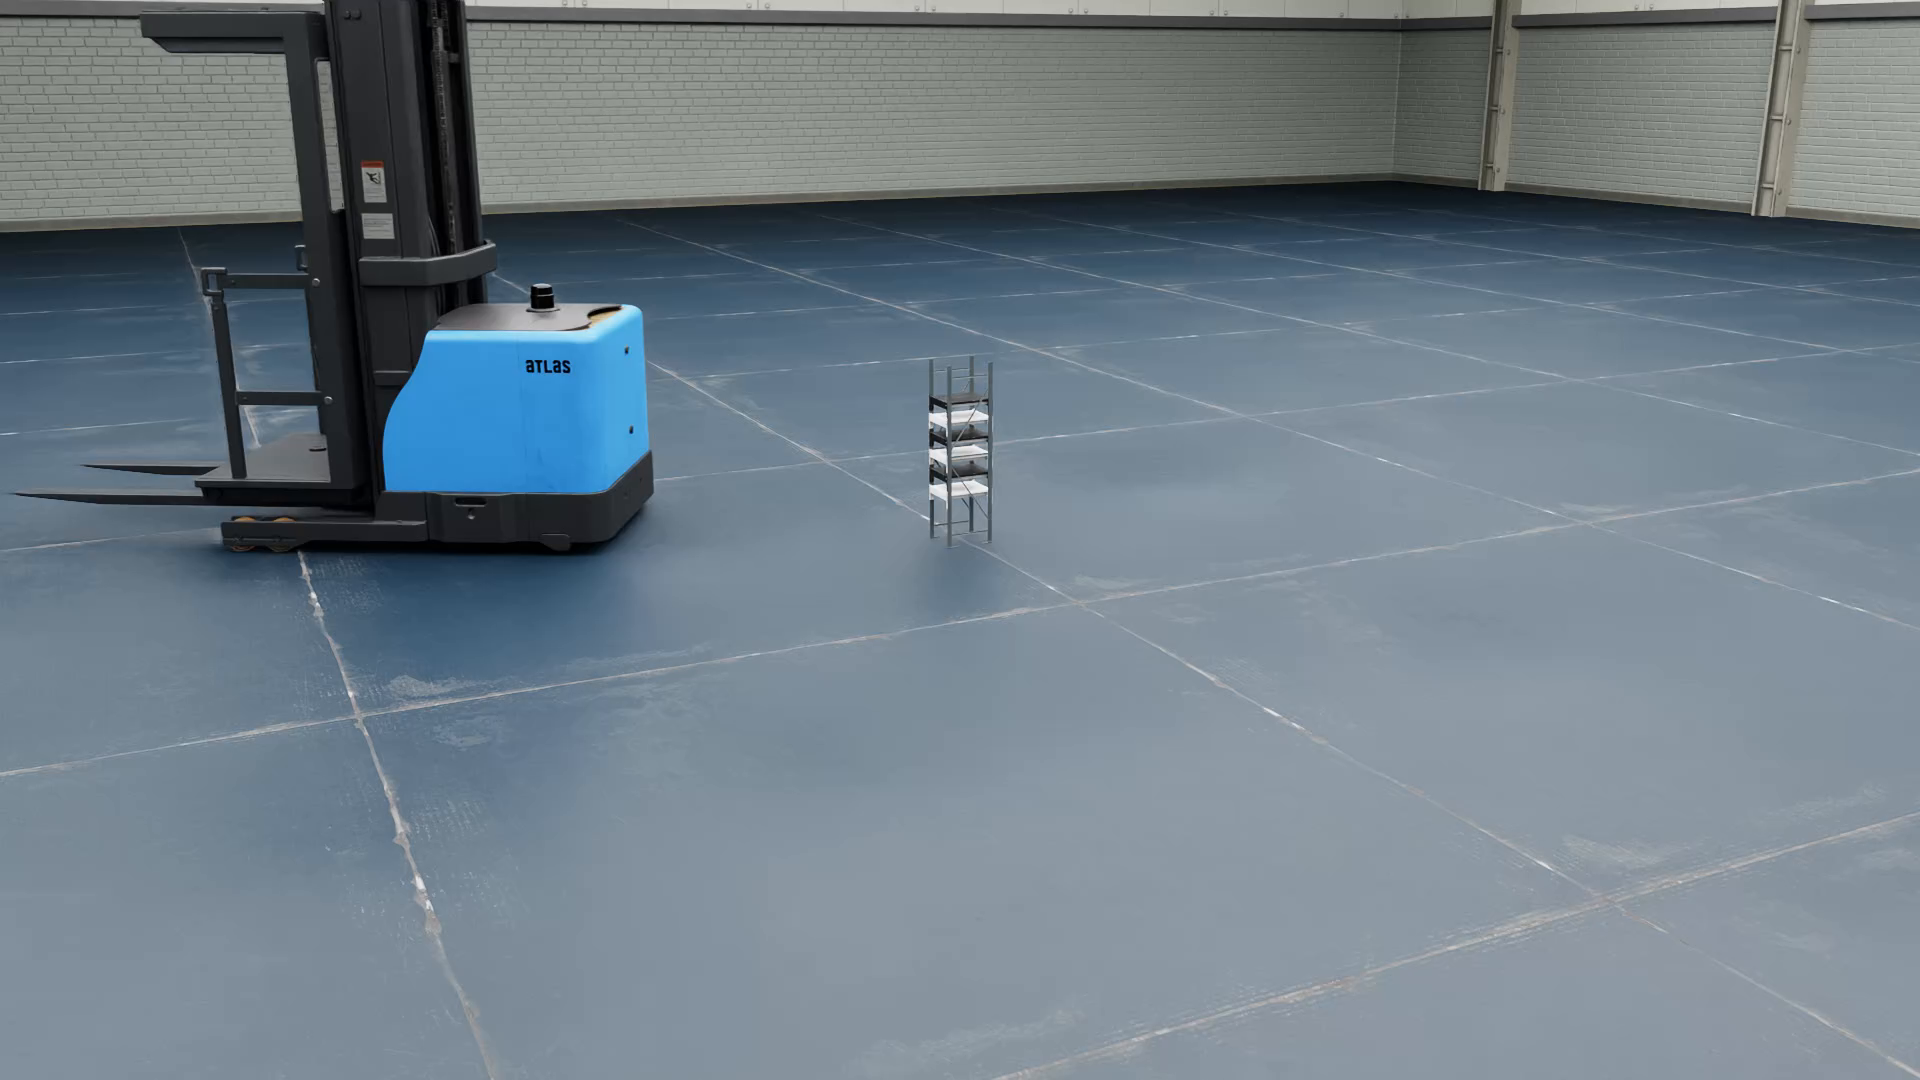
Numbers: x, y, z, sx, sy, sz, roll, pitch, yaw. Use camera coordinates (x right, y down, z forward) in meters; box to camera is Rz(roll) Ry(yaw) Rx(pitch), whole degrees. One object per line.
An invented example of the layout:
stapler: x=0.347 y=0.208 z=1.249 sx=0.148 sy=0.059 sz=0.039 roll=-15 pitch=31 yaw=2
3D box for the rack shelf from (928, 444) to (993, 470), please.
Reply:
rack shelf: x=0.004 y=-0.398 z=8.129 sx=0.258 sy=0.077 sz=0.200 roll=-8 pitch=18 yaw=-25

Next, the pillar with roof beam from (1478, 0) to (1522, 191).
pillar with roof beam: x=6.012 y=-10.309 z=27.861 sx=9.100 sy=9.000 sz=0.400 roll=-8 pitch=18 yaw=-25

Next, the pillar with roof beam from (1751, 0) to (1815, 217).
pillar with roof beam: x=8.640 y=-8.821 z=22.676 sx=9.100 sy=9.000 sz=0.400 roll=-8 pitch=18 yaw=-25

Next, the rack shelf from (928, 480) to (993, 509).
rack shelf: x=0.004 y=-0.225 z=8.178 sx=0.258 sy=0.077 sz=0.200 roll=-8 pitch=18 yaw=-25

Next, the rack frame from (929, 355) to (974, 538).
rack frame: x=-0.041 y=-0.456 z=8.207 sx=0.240 sy=0.900 sz=0.006 roll=-8 pitch=18 yaw=-25

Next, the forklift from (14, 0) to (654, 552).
forklift: x=-3.166 y=-1.493 z=8.140 sx=3.031 sy=2.935 sz=1.130 roll=1 pitch=16 yaw=3

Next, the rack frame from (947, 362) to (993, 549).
rack frame: x=0.048 y=-0.405 z=8.032 sx=0.240 sy=0.900 sz=0.006 roll=-8 pitch=18 yaw=-25

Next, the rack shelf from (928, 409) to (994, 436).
rack shelf: x=0.004 y=-0.572 z=8.079 sx=0.258 sy=0.077 sz=0.200 roll=-8 pitch=18 yaw=-25

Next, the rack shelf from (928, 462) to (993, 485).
rack shelf: x=0.004 y=-0.312 z=8.154 sx=0.258 sy=0.077 sz=0.200 roll=-8 pitch=18 yaw=-25

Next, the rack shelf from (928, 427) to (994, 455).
rack shelf: x=0.004 y=-0.485 z=8.104 sx=0.258 sy=0.077 sz=0.200 roll=-8 pitch=18 yaw=-25

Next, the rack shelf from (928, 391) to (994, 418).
rack shelf: x=0.004 y=-0.658 z=8.054 sx=0.258 sy=0.077 sz=0.200 roll=-8 pitch=18 yaw=-25

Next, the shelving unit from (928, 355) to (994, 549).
shelving unit: x=0.004 y=-0.431 z=8.120 sx=0.258 sy=0.900 sz=0.210 roll=-8 pitch=18 yaw=-25
